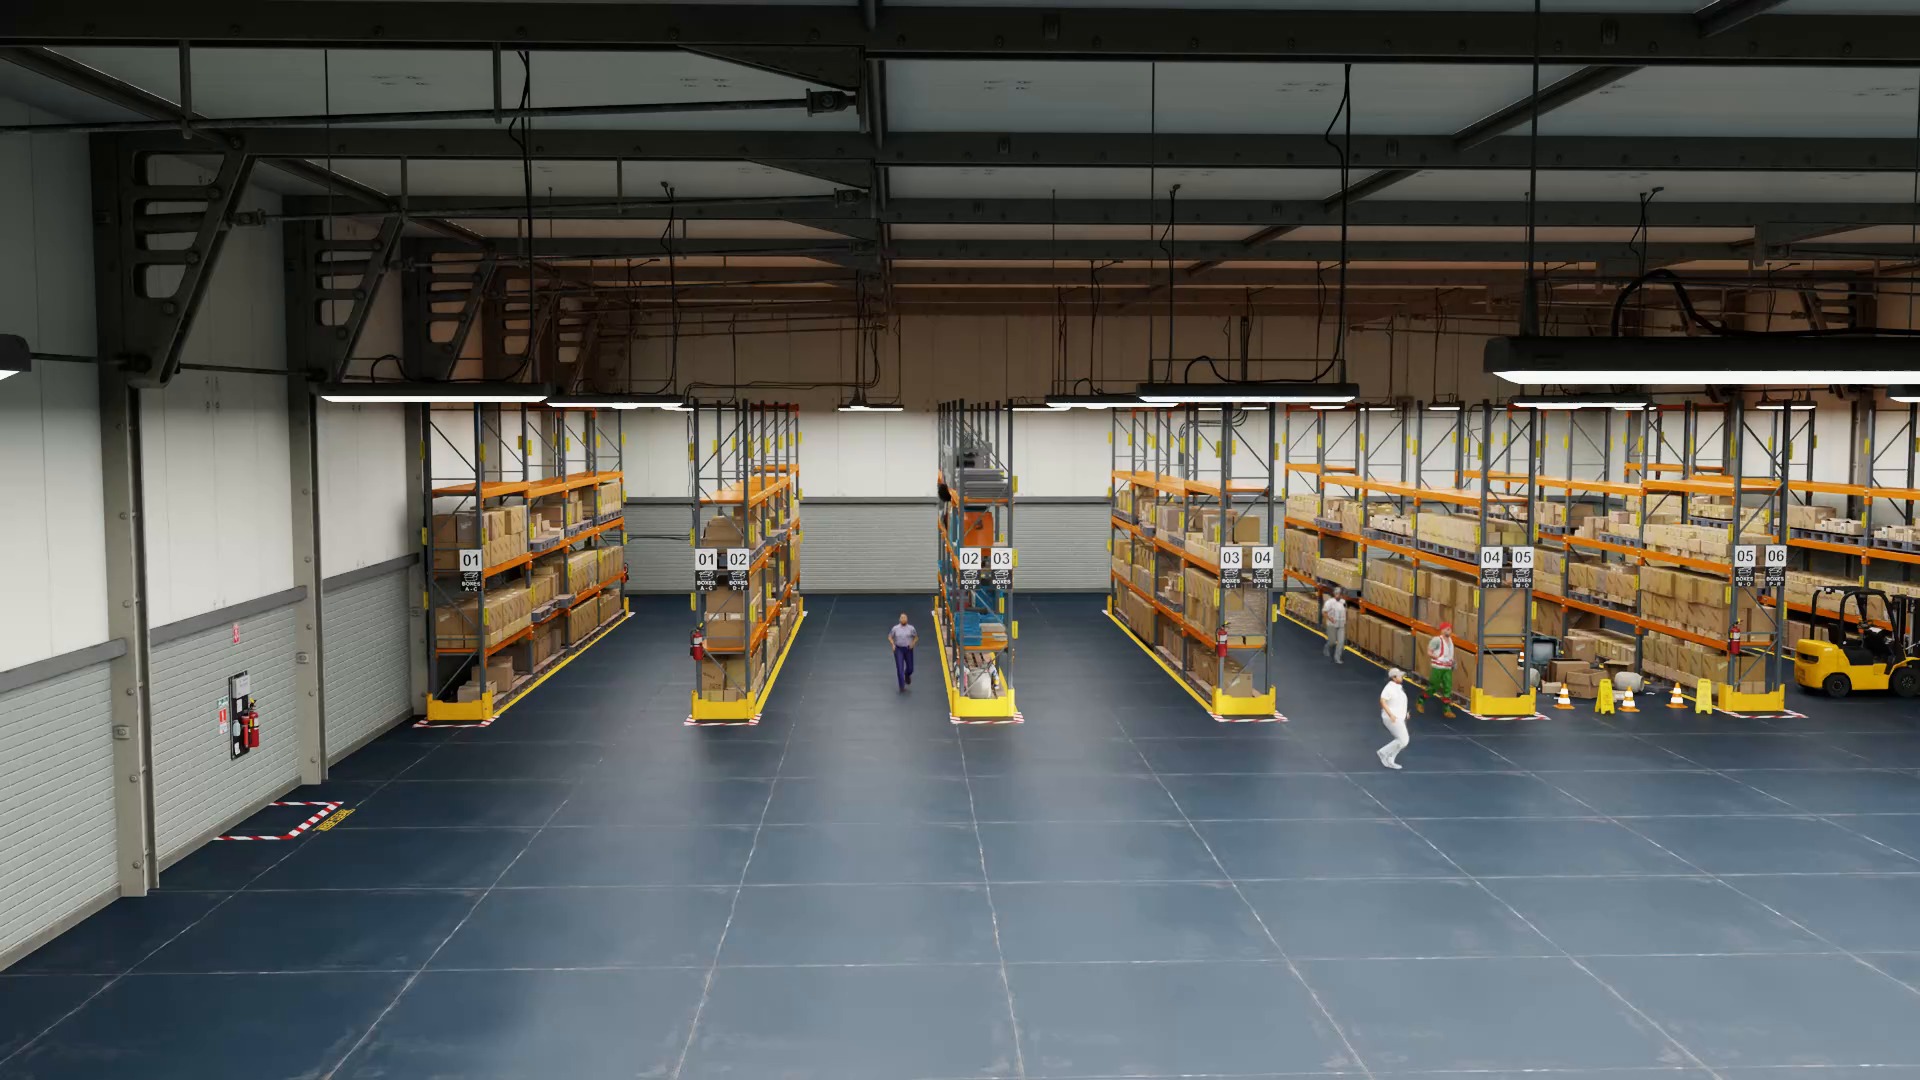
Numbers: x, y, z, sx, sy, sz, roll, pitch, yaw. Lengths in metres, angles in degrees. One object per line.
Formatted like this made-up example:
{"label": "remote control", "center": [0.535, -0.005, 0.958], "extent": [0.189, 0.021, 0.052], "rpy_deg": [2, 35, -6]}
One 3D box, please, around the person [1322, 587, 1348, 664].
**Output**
{"label": "person", "center": [8.637, 1.943, 38.209], "extent": [0.660, 1.755, 0.772], "rpy_deg": [-1, 4, -10]}

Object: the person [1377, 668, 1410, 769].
{"label": "person", "center": [7.011, 2.878, 26.799], "extent": [0.492, 1.632, 0.610], "rpy_deg": [2, 5, 26]}

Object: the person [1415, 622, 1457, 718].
{"label": "person", "center": [9.121, 2.428, 31.402], "extent": [0.697, 1.770, 0.920], "rpy_deg": [-2, 5, -27]}

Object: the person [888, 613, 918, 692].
{"label": "person", "center": [-1.176, 2.311, 34.407], "extent": [0.611, 1.597, 0.645], "rpy_deg": [-1, 4, -7]}
